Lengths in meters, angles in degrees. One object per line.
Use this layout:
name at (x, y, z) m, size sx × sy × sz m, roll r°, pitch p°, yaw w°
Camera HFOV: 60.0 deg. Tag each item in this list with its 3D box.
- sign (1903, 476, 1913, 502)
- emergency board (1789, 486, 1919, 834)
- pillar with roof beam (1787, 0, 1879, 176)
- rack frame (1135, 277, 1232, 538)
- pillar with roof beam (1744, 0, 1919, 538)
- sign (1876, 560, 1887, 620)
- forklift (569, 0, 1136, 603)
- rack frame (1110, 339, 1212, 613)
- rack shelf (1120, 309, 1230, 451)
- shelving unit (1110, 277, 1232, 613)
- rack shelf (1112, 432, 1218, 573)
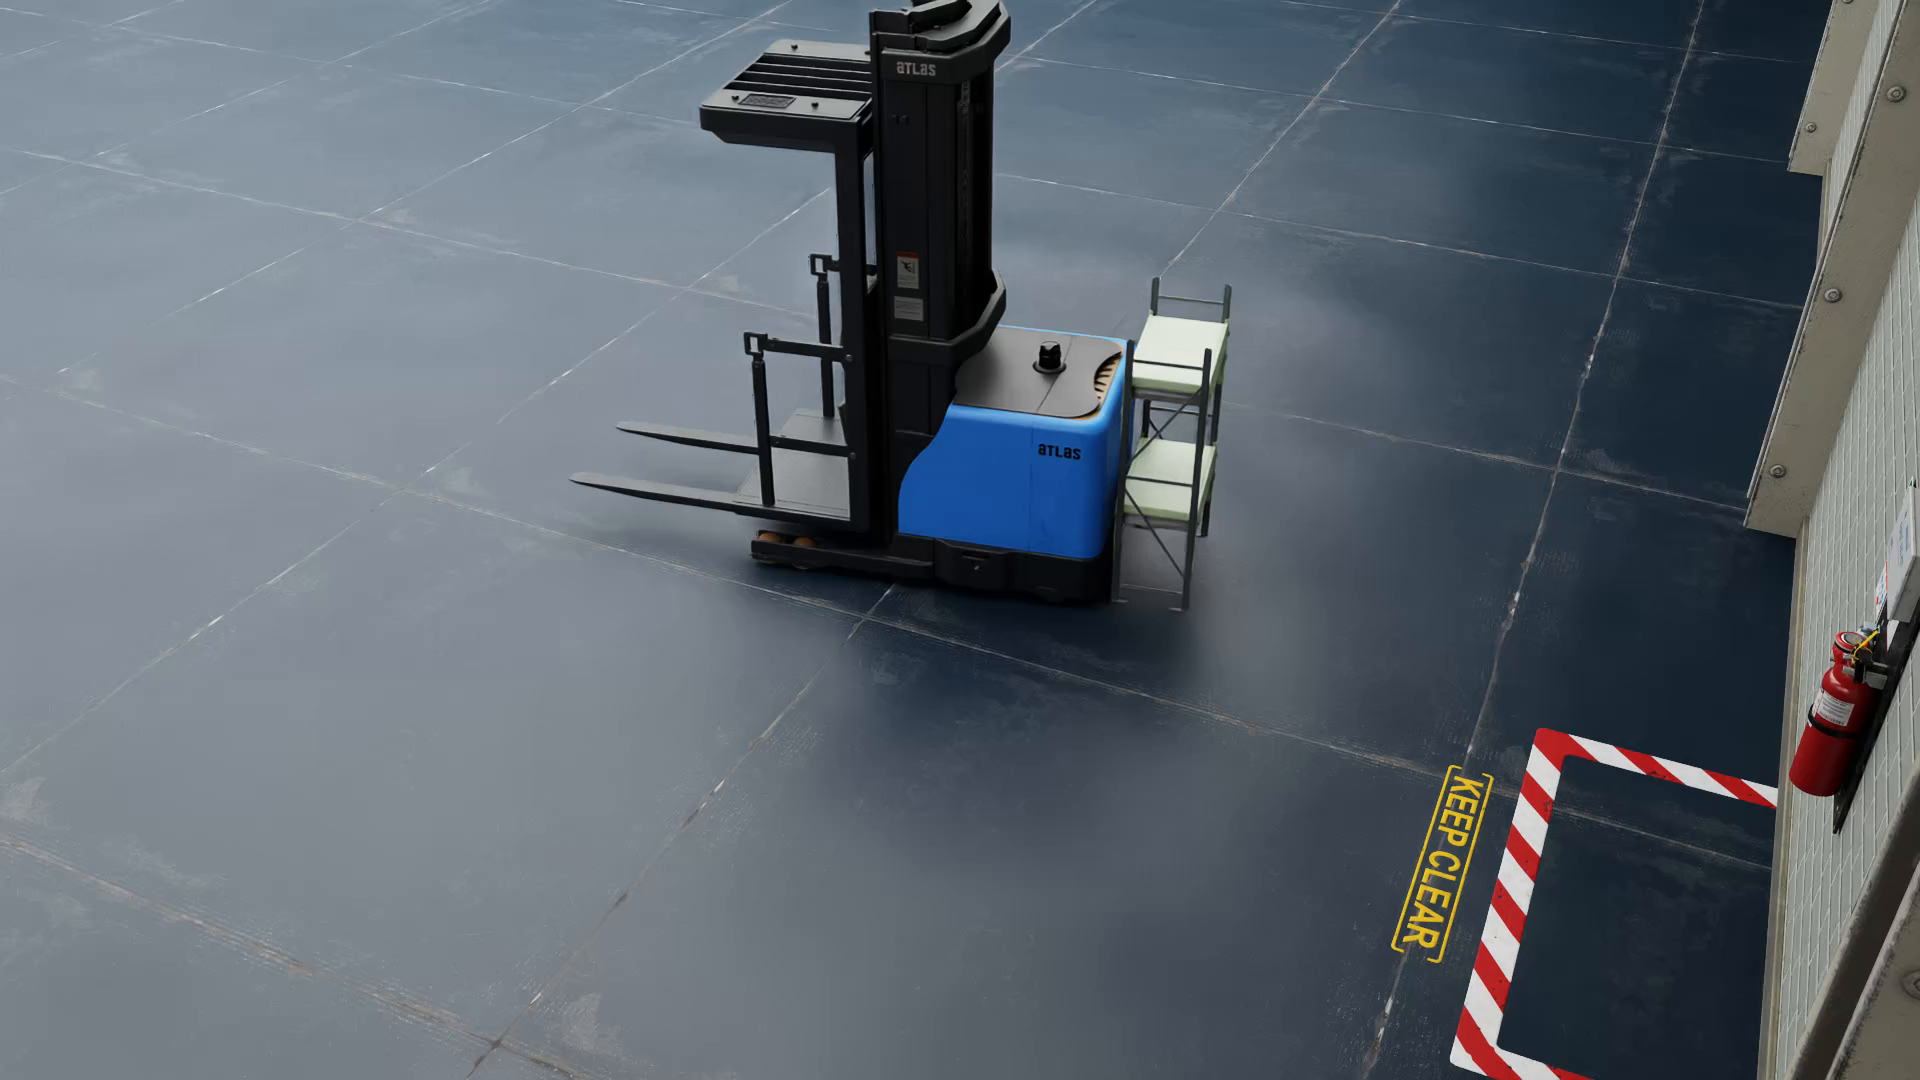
sign at (3.445, -0.112, 6.037) m, size 0.001 × 0.109 × 0.331 m, roll 14°, pitch 36°, yaw 20°
emergency board at (3.130, 0.376, 5.809) m, size 0.194 × 1.169 × 0.643 m, roll 14°, pitch 36°, yaw 20°
pillar with roof beam at (3.172, -7.875, 12.921) m, size 9.100 × 9.000 × 0.400 m, roll 14°, pitch 36°, yaw 20°
rack frame at (1.167, -0.673, 8.776) m, size 0.400 × 1.500 × 0.023 m, roll 8°, pitch 34°, yaw 12°
pillar with roof beam at (0.661, -4.886, 8.364) m, size 9.100 × 9.000 × 0.400 m, roll 14°, pitch 36°, yaw 20°
sign at (3.455, 0.110, 6.183) m, size 0.001 × 0.329 × 0.234 m, roll 14°, pitch 36°, yaw 20°
forklift at (-0.623, -1.339, 8.487) m, size 3.031 × 2.935 × 1.130 m, roll 8°, pitch 34°, yaw 12°
rack frame at (0.978, -0.285, 8.185) m, size 0.400 × 1.500 × 0.023 m, roll 8°, pitch 34°, yaw 12°
rack shelf at (1.073, -0.805, 8.266) m, size 0.431 × 0.370 × 0.720 m, roll 8°, pitch 34°, yaw 12°
shelving unit at (1.072, -0.479, 8.480) m, size 0.431 × 1.500 × 0.755 m, roll 8°, pitch 34°, yaw 12°
rack shelf at (1.072, -0.206, 8.659) m, size 0.431 × 0.370 × 0.720 m, roll 8°, pitch 34°, yaw 12°
